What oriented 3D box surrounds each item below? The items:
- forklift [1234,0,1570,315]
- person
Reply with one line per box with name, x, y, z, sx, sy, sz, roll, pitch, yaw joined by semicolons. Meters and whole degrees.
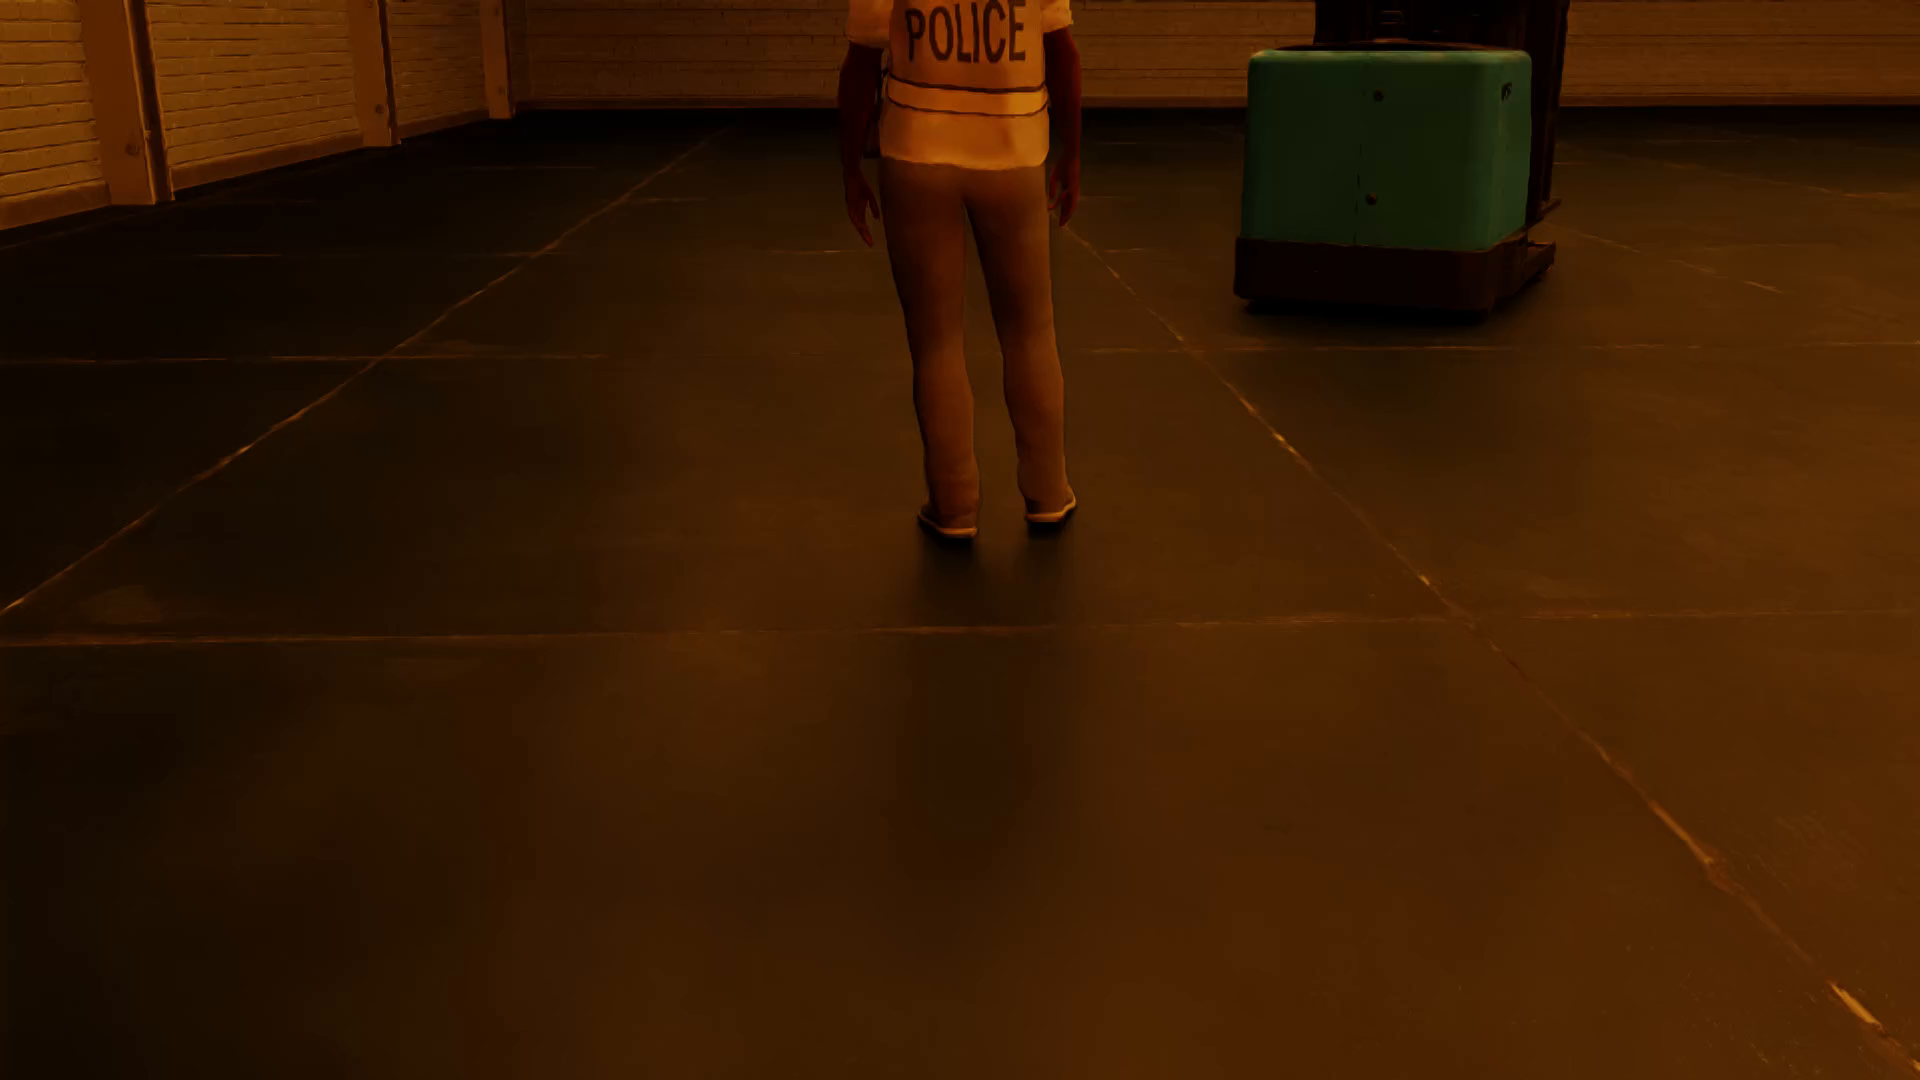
forklift;2.290;-2.709;7.762;1.130;2.935;3.031;8;19;25
person;0.016;-0.840;3.741;0.570;1.695;0.527;-1;17;-3
